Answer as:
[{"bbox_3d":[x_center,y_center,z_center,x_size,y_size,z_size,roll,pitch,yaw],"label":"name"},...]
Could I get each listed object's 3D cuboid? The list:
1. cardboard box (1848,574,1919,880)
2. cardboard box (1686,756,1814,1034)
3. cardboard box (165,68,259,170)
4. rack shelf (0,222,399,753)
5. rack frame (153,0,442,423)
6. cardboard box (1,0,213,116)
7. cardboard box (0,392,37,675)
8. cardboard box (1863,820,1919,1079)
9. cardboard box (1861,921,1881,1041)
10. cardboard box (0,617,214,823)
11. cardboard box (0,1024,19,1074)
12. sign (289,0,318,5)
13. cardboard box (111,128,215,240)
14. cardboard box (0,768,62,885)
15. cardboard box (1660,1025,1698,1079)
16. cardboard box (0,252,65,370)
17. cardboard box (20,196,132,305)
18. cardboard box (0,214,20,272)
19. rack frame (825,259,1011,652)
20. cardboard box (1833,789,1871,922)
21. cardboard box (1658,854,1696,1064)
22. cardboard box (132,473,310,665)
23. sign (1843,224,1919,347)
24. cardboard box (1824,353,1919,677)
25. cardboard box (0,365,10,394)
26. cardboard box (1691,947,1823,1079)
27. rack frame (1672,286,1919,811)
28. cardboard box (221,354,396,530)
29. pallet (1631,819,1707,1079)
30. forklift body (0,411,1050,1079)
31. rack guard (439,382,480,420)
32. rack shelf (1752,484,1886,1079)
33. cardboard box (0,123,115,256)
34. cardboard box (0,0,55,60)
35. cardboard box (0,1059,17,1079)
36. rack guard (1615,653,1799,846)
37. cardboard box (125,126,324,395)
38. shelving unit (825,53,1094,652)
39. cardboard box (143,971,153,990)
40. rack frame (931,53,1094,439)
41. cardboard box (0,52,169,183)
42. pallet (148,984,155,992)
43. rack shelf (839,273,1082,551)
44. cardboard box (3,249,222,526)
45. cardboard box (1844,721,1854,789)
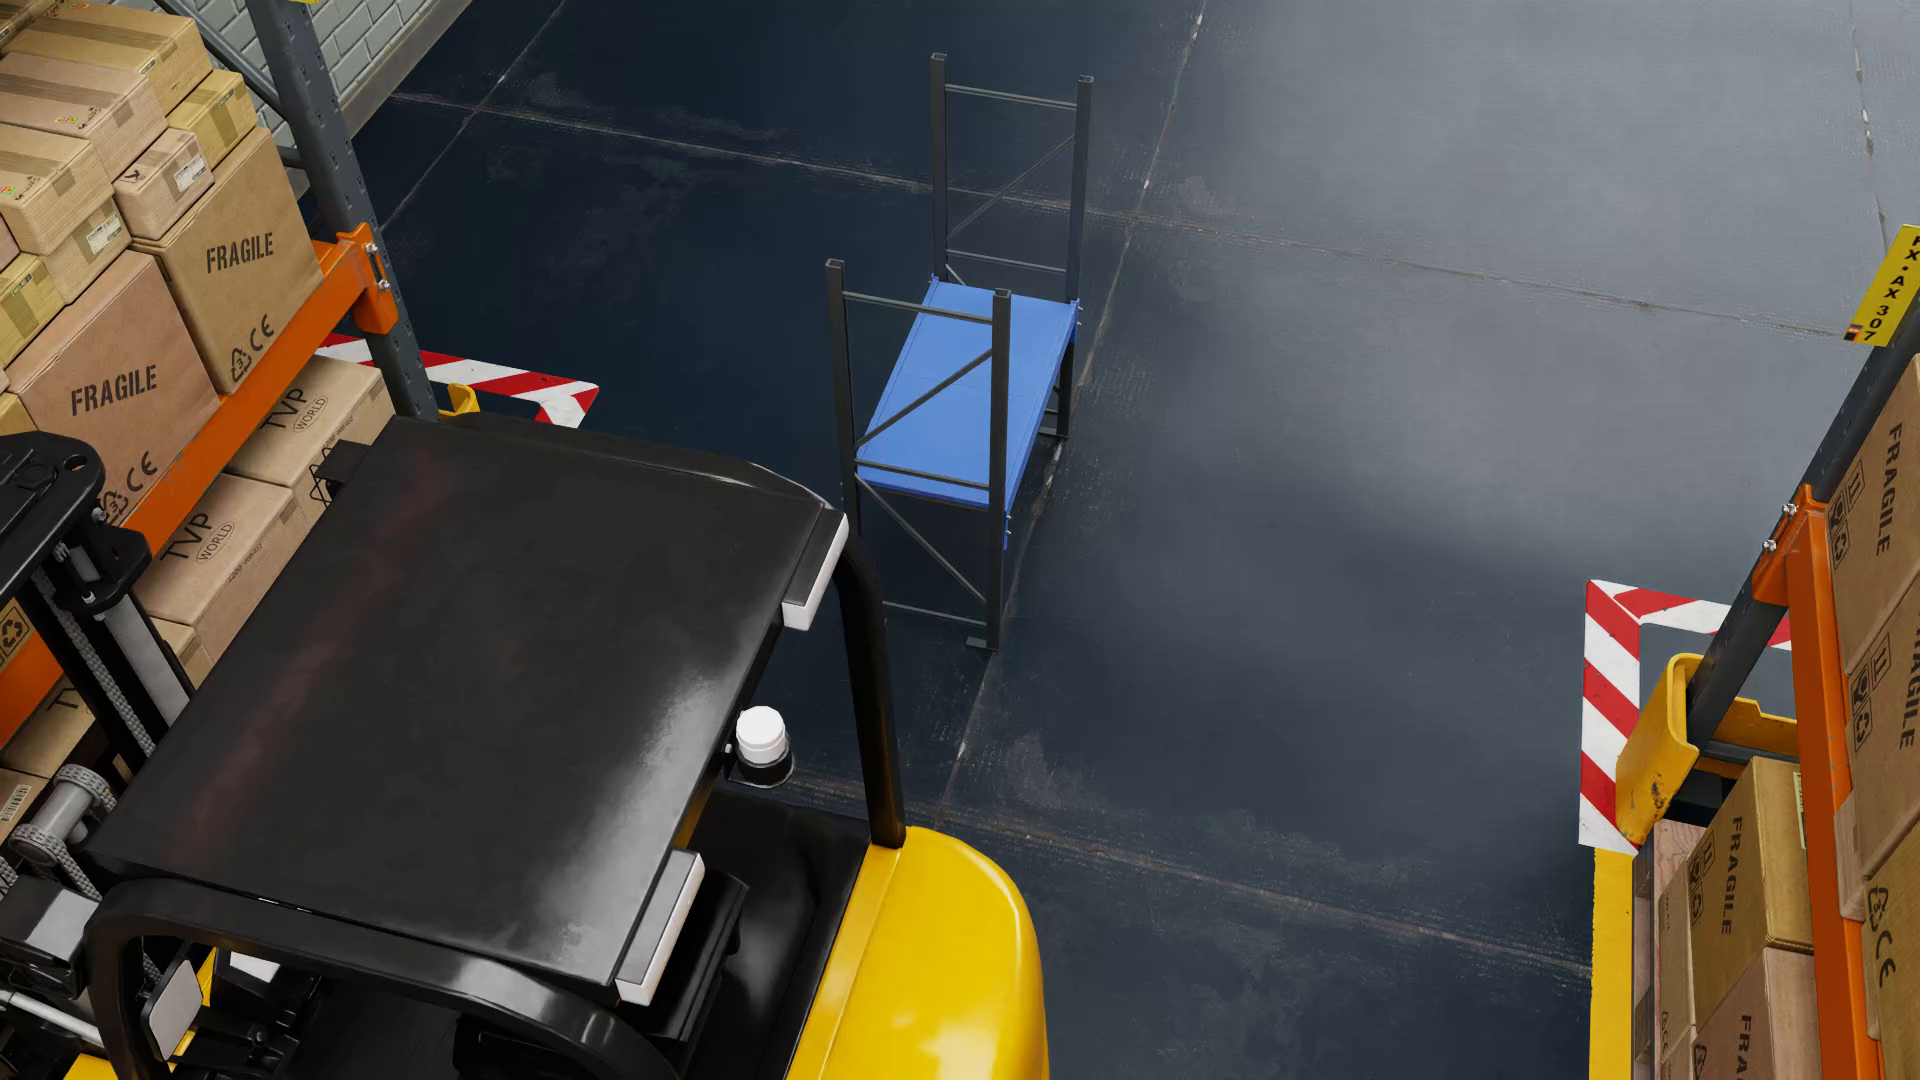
[{"bbox_3d":[2.059,0.369,3.158,0.500,0.500,0.500,13,50,11],"label":"cardboard box"},{"bbox_3d":[2.100,0.907,4.003,0.500,0.500,0.500,10,49,9],"label":"cardboard box"},{"bbox_3d":[-2.026,-1.081,4.204,0.380,0.149,0.250,12,50,11],"label":"cardboard box"},{"bbox_3d":[-2.731,0.546,3.748,1.077,0.370,4.000,12,50,10],"label":"rack shelf"},{"bbox_3d":[-2.205,-1.139,4.755,1.000,3.000,0.127,12,50,10],"label":"rack frame"},{"bbox_3d":[-2.096,-1.185,4.097,0.380,0.149,0.250,12,50,10],"label":"cardboard box"},{"bbox_3d":[-2.361,-0.020,3.701,0.500,0.500,0.500,11,49,9],"label":"cardboard box"},{"bbox_3d":[1.926,0.738,2.833,0.500,0.500,0.500,11,49,9],"label":"cardboard box"},{"bbox_3d":[1.948,0.855,3.162,0.380,0.149,0.250,13,50,11],"label":"cardboard box"},{"bbox_3d":[-2.277,0.433,4.254,0.500,0.250,0.500,12,50,11],"label":"cardboard box"},{"bbox_3d":[-2.425,0.979,4.105,0.500,0.250,0.500,11,50,10],"label":"cardboard box"},{"bbox_3d":[-1.685,-1.484,4.128,0.100,0.325,0.005,12,50,10],"label":"sign"},{"bbox_3d":[-2.064,-0.890,4.036,0.380,0.149,0.250,12,50,11],"label":"cardboard box"},{"bbox_3d":[-2.418,0.798,3.932,0.500,0.250,0.500,11,49,9],"label":"cardboard box"},{"bbox_3d":[1.964,1.505,3.975,0.500,0.250,0.500,13,50,11],"label":"cardboard box"},{"bbox_3d":[-2.268,-0.537,3.724,0.380,0.149,0.250,11,50,10],"label":"cardboard box"},{"bbox_3d":[-2.192,-0.714,3.881,0.380,0.149,0.250,12,50,11],"label":"cardboard box"},{"bbox_3d":[-2.311,-0.640,3.617,0.380,0.149,0.250,12,50,10],"label":"cardboard box"},{"bbox_3d":[-0.111,-0.190,4.918,0.500,1.500,0.032,12,50,10],"label":"rack frame"},{"bbox_3d":[1.984,0.661,3.333,0.380,0.149,0.250,12,50,11],"label":"cardboard box"},{"bbox_3d":[2.106,1.137,4.299,0.500,0.250,0.500,11,50,10],"label":"cardboard box"},{"bbox_3d":[-2.154,0.066,4.578,0.500,0.250,0.500,12,50,11],"label":"cardboard box"},{"bbox_3d":[2.061,-0.556,3.662,0.100,0.325,0.005,12,50,10],"label":"sign"},{"bbox_3d":[2.193,-0.006,3.490,0.500,0.500,0.500,11,49,9],"label":"cardboard box"},{"bbox_3d":[-2.293,-0.335,3.546,0.380,0.149,0.250,10,49,9],"label":"cardboard box"},{"bbox_3d":[1.967,1.286,3.668,0.500,0.500,0.500,10,49,9],"label":"cardboard box"},{"bbox_3d":[2.585,-0.162,3.893,1.000,3.000,0.127,12,50,10],"label":"rack frame"},{"bbox_3d":[-2.025,-0.304,4.905,0.500,0.250,0.500,13,50,11],"label":"cardboard box"},{"bbox_3d":[2.317,1.396,4.377,1.003,0.211,1.213,12,50,10],"label":"pallet"},{"bbox_3d":[-0.944,0.873,3.545,2.313,2.155,1.214,12,50,10],"label":"forklift body"},{"bbox_3d":[-2.199,-0.329,5.707,1.175,0.500,0.348,12,50,10],"label":"rack guard"},{"bbox_3d":[2.058,1.522,2.886,1.077,0.370,4.000,12,50,10],"label":"rack shelf"},{"bbox_3d":[-2.174,-0.805,3.763,0.380,0.149,0.250,13,50,11],"label":"cardboard box"},{"bbox_3d":[-2.499,-1.285,4.185,0.380,0.149,0.250,11,49,9],"label":"cardboard box"},{"bbox_3d":[-2.558,1.345,3.783,0.500,0.250,0.500,11,50,10],"label":"cardboard box"},{"bbox_3d":[2.565,0.720,4.781,1.175,0.500,0.348,12,50,10],"label":"rack guard"},{"bbox_3d":[-2.081,-0.764,4.357,0.500,0.500,0.500,11,49,9],"label":"cardboard box"},{"bbox_3d":[0.022,-0.558,5.242,0.538,1.500,1.048,12,50,10],"label":"shelving unit"},{"bbox_3d":[-2.419,1.132,4.304,0.500,0.250,0.500,13,50,11],"label":"cardboard box"},{"bbox_3d":[0.156,-0.926,5.567,0.500,1.500,0.032,12,50,10],"label":"rack frame"},{"bbox_3d":[-2.131,-1.000,3.934,0.380,0.149,0.250,12,50,10],"label":"cardboard box"},{"bbox_3d":[-2.689,1.225,4.528,1.003,0.211,1.213,12,50,10],"label":"pallet"},{"bbox_3d":[0.022,-0.439,5.377,0.538,0.185,1.000,12,50,10],"label":"rack shelf"},{"bbox_3d":[-2.227,-0.391,4.028,0.500,0.500,0.500,13,50,11],"label":"cardboard box"},{"bbox_3d":[2.095,0.487,3.487,0.380,0.149,0.250,10,49,9],"label":"cardboard box"}]
